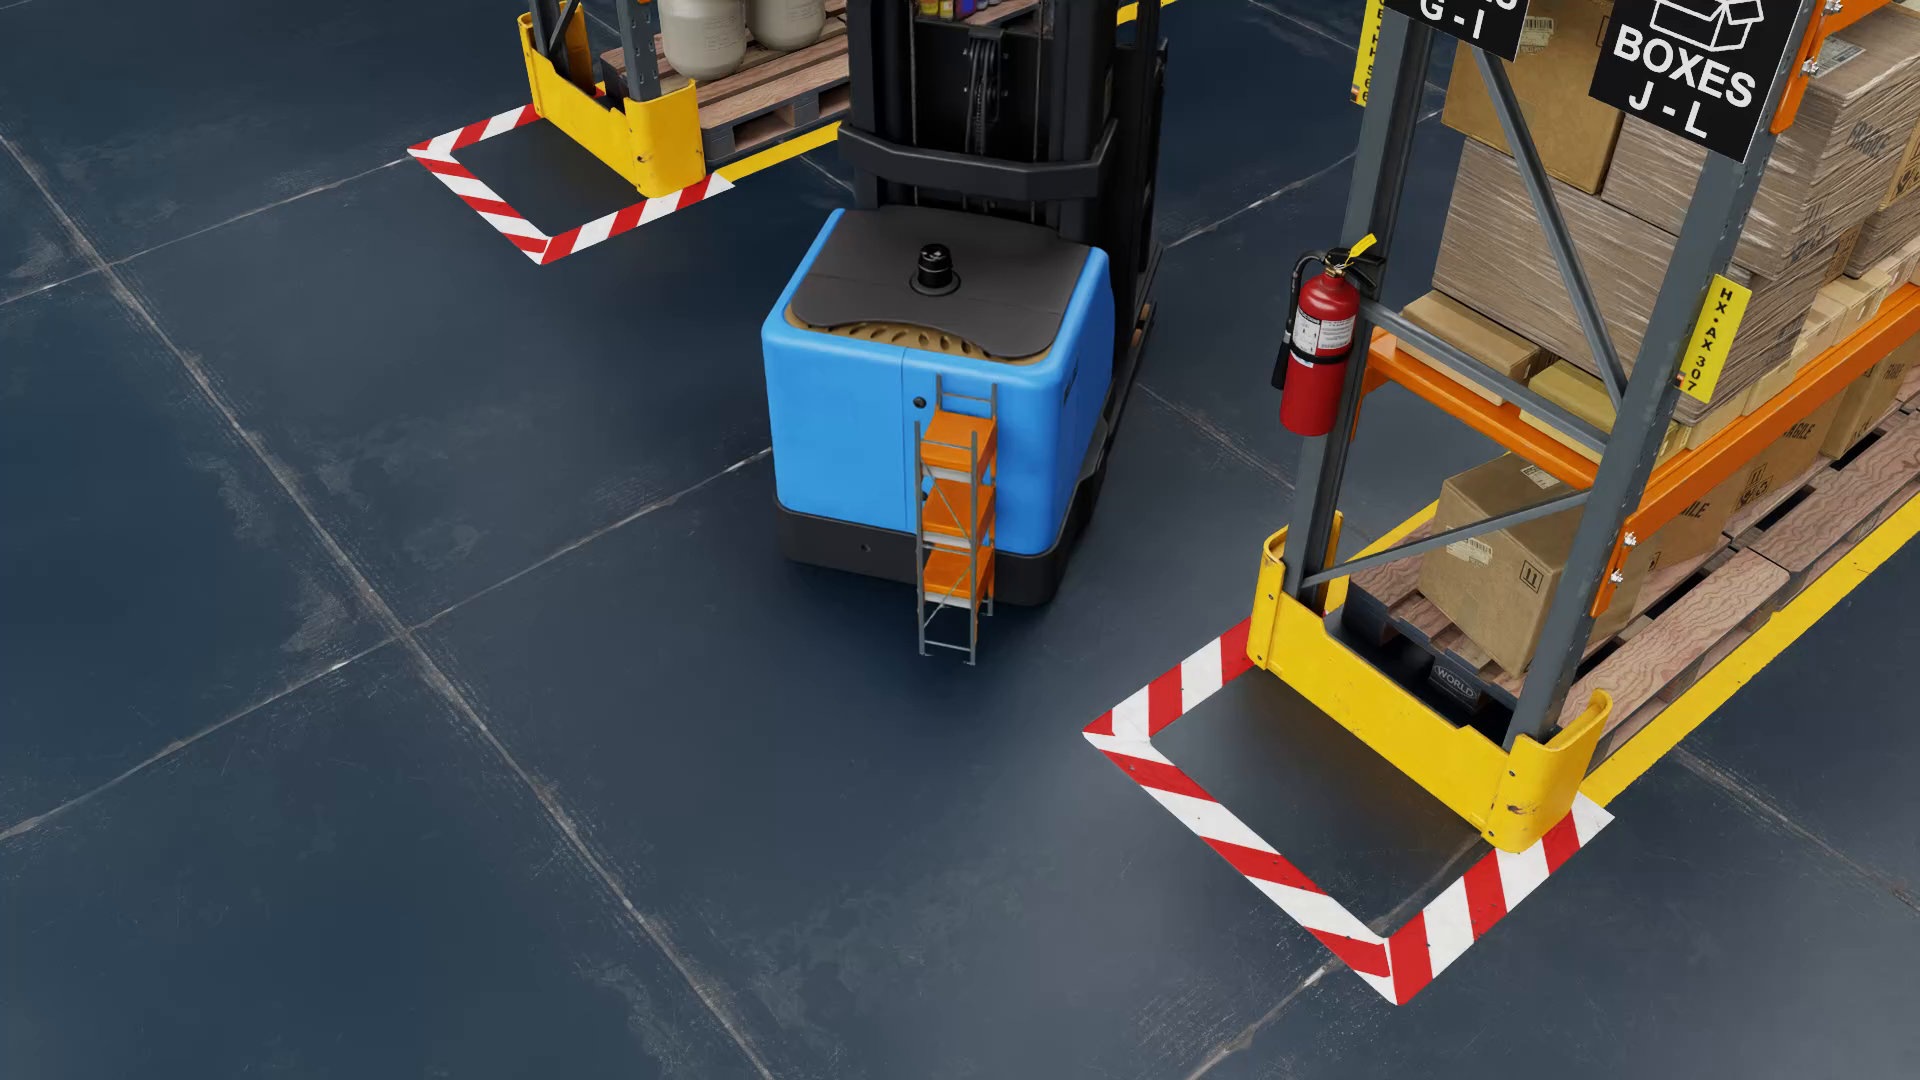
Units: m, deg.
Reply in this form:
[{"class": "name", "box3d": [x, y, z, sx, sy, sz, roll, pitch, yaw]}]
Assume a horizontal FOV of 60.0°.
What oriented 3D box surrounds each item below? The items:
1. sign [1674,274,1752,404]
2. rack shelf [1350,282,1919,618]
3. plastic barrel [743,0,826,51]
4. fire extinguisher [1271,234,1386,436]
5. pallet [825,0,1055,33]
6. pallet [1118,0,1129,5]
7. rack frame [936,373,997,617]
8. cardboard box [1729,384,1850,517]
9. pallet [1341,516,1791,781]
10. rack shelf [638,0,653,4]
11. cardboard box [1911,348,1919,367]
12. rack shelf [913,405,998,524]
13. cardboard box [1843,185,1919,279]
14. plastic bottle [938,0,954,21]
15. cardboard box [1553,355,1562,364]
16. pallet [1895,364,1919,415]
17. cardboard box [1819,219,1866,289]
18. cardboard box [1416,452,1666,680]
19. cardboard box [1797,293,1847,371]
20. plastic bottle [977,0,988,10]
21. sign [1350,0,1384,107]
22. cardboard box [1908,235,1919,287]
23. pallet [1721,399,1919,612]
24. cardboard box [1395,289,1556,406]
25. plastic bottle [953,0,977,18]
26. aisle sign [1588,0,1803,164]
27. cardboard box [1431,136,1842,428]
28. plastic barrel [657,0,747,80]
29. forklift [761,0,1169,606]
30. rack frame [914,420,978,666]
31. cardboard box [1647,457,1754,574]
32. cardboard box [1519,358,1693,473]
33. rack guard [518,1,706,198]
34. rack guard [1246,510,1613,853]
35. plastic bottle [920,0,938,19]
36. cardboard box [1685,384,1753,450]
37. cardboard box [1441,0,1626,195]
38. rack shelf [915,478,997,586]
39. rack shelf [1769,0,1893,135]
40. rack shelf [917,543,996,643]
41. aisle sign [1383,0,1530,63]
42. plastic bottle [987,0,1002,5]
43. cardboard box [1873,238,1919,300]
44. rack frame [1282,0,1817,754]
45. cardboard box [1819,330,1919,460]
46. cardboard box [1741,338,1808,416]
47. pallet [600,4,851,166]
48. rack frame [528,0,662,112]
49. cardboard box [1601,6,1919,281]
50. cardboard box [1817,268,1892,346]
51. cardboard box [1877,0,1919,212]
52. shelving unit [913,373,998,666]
[{"class": "sign", "box3d": [1.774, -0.474, 3.931, 0.005, 0.325, 0.100, -30, 51, -28]}, {"class": "rack shelf", "box3d": [2.960, -1.059, 5.712, 4.000, 0.370, 1.077, -30, 51, -28]}, {"class": "plastic barrel", "box3d": [-0.912, -2.839, 8.593, 0.421, 0.512, 0.421, 0, 43, 0]}, {"class": "fire extinguisher", "box3d": [1.042, -0.606, 4.761, 0.183, 0.674, 0.296, -30, 51, -28]}, {"class": "pallet", "box3d": [-0.162, -2.972, 9.261, 1.213, 0.211, 1.003, -30, 51, -28]}, {"class": "pallet", "box3d": [0.774, -3.511, 9.834, 1.213, 0.211, 1.003, -30, 51, -28]}, {"class": "rack frame", "box3d": [0.021, -0.126, 5.617, 0.200, 1.050, 0.008, 11, 44, 11]}, {"class": "cardboard box", "box3d": [2.844, -0.496, 6.106, 0.500, 0.500, 0.500, -25, 49, -24]}, {"class": "pallet", "box3d": [2.130, 0.202, 5.881, 1.213, 0.211, 1.003, -30, 51, -28]}, {"class": "rack shelf", "box3d": [-0.218, -3.660, 8.481, 4.000, 0.370, 1.077, -30, 51, -28]}, {"class": "cardboard box", "box3d": [3.727, -1.032, 6.676, 0.500, 0.500, 0.500, -15, 45, -16]}, {"class": "rack shelf", "box3d": [-0.012, -0.245, 5.344, 0.215, 0.259, 0.240, 11, 44, 11]}, {"class": "cardboard box", "box3d": [2.583, -1.294, 5.147, 0.500, 0.500, 0.875, -30, 51, -28]}, {"class": "plastic bottle", "box3d": [-0.082, -2.862, 8.829, 0.097, 0.201, 0.097, 0, 43, 0]}, {"class": "cardboard box", "box3d": [1.704, -0.694, 4.982, 0.250, 0.149, 0.380, -30, 51, -28]}, {"class": "pallet", "box3d": [4.001, -0.870, 7.022, 1.213, 0.211, 1.003, -30, 51, -28]}, {"class": "cardboard box", "box3d": [2.172, -1.098, 4.937, 0.500, 0.500, 0.875, -30, 51, -28]}, {"class": "cardboard box", "box3d": [1.916, 0.050, 5.525, 0.500, 0.500, 0.500, -21, 47, -21]}, {"class": "cardboard box", "box3d": [2.381, -0.674, 4.960, 0.250, 0.149, 0.380, -30, 51, -28]}, {"class": "plastic bottle", "box3d": [0.102, -2.993, 8.917, 0.097, 0.271, 0.097, 0, 43, 0]}, {"class": "sign", "box3d": [1.085, -1.280, 4.346, 0.005, 0.325, 0.100, -30, 51, -28]}, {"class": "cardboard box", "box3d": [3.010, -0.959, 5.264, 0.250, 0.149, 0.380, -30, 51, -28]}, {"class": "pallet", "box3d": [3.065, -0.331, 6.448, 1.213, 0.211, 1.003, -30, 51, -28]}, {"class": "cardboard box", "box3d": [1.512, -0.585, 4.865, 0.250, 0.149, 0.380, -30, 51, -28]}, {"class": "plastic bottle", "box3d": [0.024, -2.937, 8.848, 0.133, 0.283, 0.061, -29, 50, -27]}, {"class": "aisle sign", "box3d": [1.571, -1.206, 3.444, 0.004, 0.787, 0.394, -30, 51, -28]}, {"class": "cardboard box", "box3d": [1.865, -0.815, 4.636, 0.500, 0.500, 0.875, -30, 51, -28]}, {"class": "plastic barrel", "box3d": [-1.296, -2.619, 8.358, 0.421, 0.512, 0.421, 0, 43, 0]}, {"class": "forklift", "box3d": [0.217, -1.859, 6.088, 1.130, 2.935, 3.031, 11, 44, 11]}, {"class": "rack frame", "box3d": [-0.044, 0.035, 5.446, 0.200, 1.050, 0.008, 11, 44, 11]}, {"class": "cardboard box", "box3d": [2.352, -0.231, 5.824, 0.500, 0.500, 0.500, -17, 46, -18]}, {"class": "cardboard box", "box3d": [1.797, -0.351, 4.617, 0.250, 0.149, 0.380, -30, 51, -28]}, {"class": "rack guard", "box3d": [-1.724, -2.191, 8.217, 0.348, 0.500, 1.175, -30, 51, -28]}, {"class": "rack guard", "box3d": [1.484, 0.435, 5.422, 0.348, 0.500, 1.175, -30, 51, -28]}, {"class": "plastic bottle", "box3d": [-0.161, -2.842, 8.757, 0.097, 0.271, 0.097, 0, 43, 0]}, {"class": "cardboard box", "box3d": [2.001, -0.451, 4.723, 0.250, 0.149, 0.380, -30, 51, -28]}, {"class": "cardboard box", "box3d": [1.689, -1.324, 4.448, 0.500, 0.500, 0.500, -30, 51, -28]}, {"class": "rack shelf", "box3d": [-0.012, -0.038, 5.539, 0.215, 0.259, 0.240, 11, 44, 11]}, {"class": "rack shelf", "box3d": [2.960, -2.153, 4.685, 4.000, 0.370, 1.077, -30, 51, -28]}, {"class": "rack shelf", "box3d": [-0.012, 0.165, 5.729, 0.215, 0.259, 0.240, 11, 44, 11]}, {"class": "aisle sign", "box3d": [1.186, -1.521, 3.779, 0.004, 0.787, 0.394, -30, 51, -28]}, {"class": "plastic bottle", "box3d": [0.178, -3.037, 8.964, 0.097, 0.271, 0.097, 0, 43, 0]}, {"class": "cardboard box", "box3d": [2.752, -0.904, 5.205, 0.250, 0.149, 0.380, -30, 51, -28]}, {"class": "rack frame", "box3d": [1.426, -0.443, 4.531, 0.127, 3.000, 1.000, -30, 51, -28]}, {"class": "cardboard box", "box3d": [3.301, -0.718, 6.342, 0.500, 0.500, 0.500, 34, 53, 31]}, {"class": "cardboard box", "box3d": [2.203, -0.553, 4.831, 0.250, 0.149, 0.380, -30, 51, -28]}, {"class": "pallet", "box3d": [-1.097, -2.439, 8.693, 1.213, 0.211, 1.003, -30, 51, -28]}, {"class": "rack frame", "box3d": [-1.752, -3.044, 7.300, 0.127, 3.000, 1.000, -30, 51, -28]}, {"class": "cardboard box", "box3d": [2.023, -1.051, 4.157, 0.500, 0.500, 0.500, -30, 51, -28]}, {"class": "cardboard box", "box3d": [2.578, -0.780, 5.073, 0.250, 0.149, 0.380, -30, 51, -28]}, {"class": "cardboard box", "box3d": [2.411, -1.267, 4.387, 0.500, 0.500, 0.500, -30, 51, -28]}, {"class": "shelving unit", "box3d": [-0.012, -0.045, 5.531, 0.215, 1.050, 0.252, 11, 44, 11]}]
